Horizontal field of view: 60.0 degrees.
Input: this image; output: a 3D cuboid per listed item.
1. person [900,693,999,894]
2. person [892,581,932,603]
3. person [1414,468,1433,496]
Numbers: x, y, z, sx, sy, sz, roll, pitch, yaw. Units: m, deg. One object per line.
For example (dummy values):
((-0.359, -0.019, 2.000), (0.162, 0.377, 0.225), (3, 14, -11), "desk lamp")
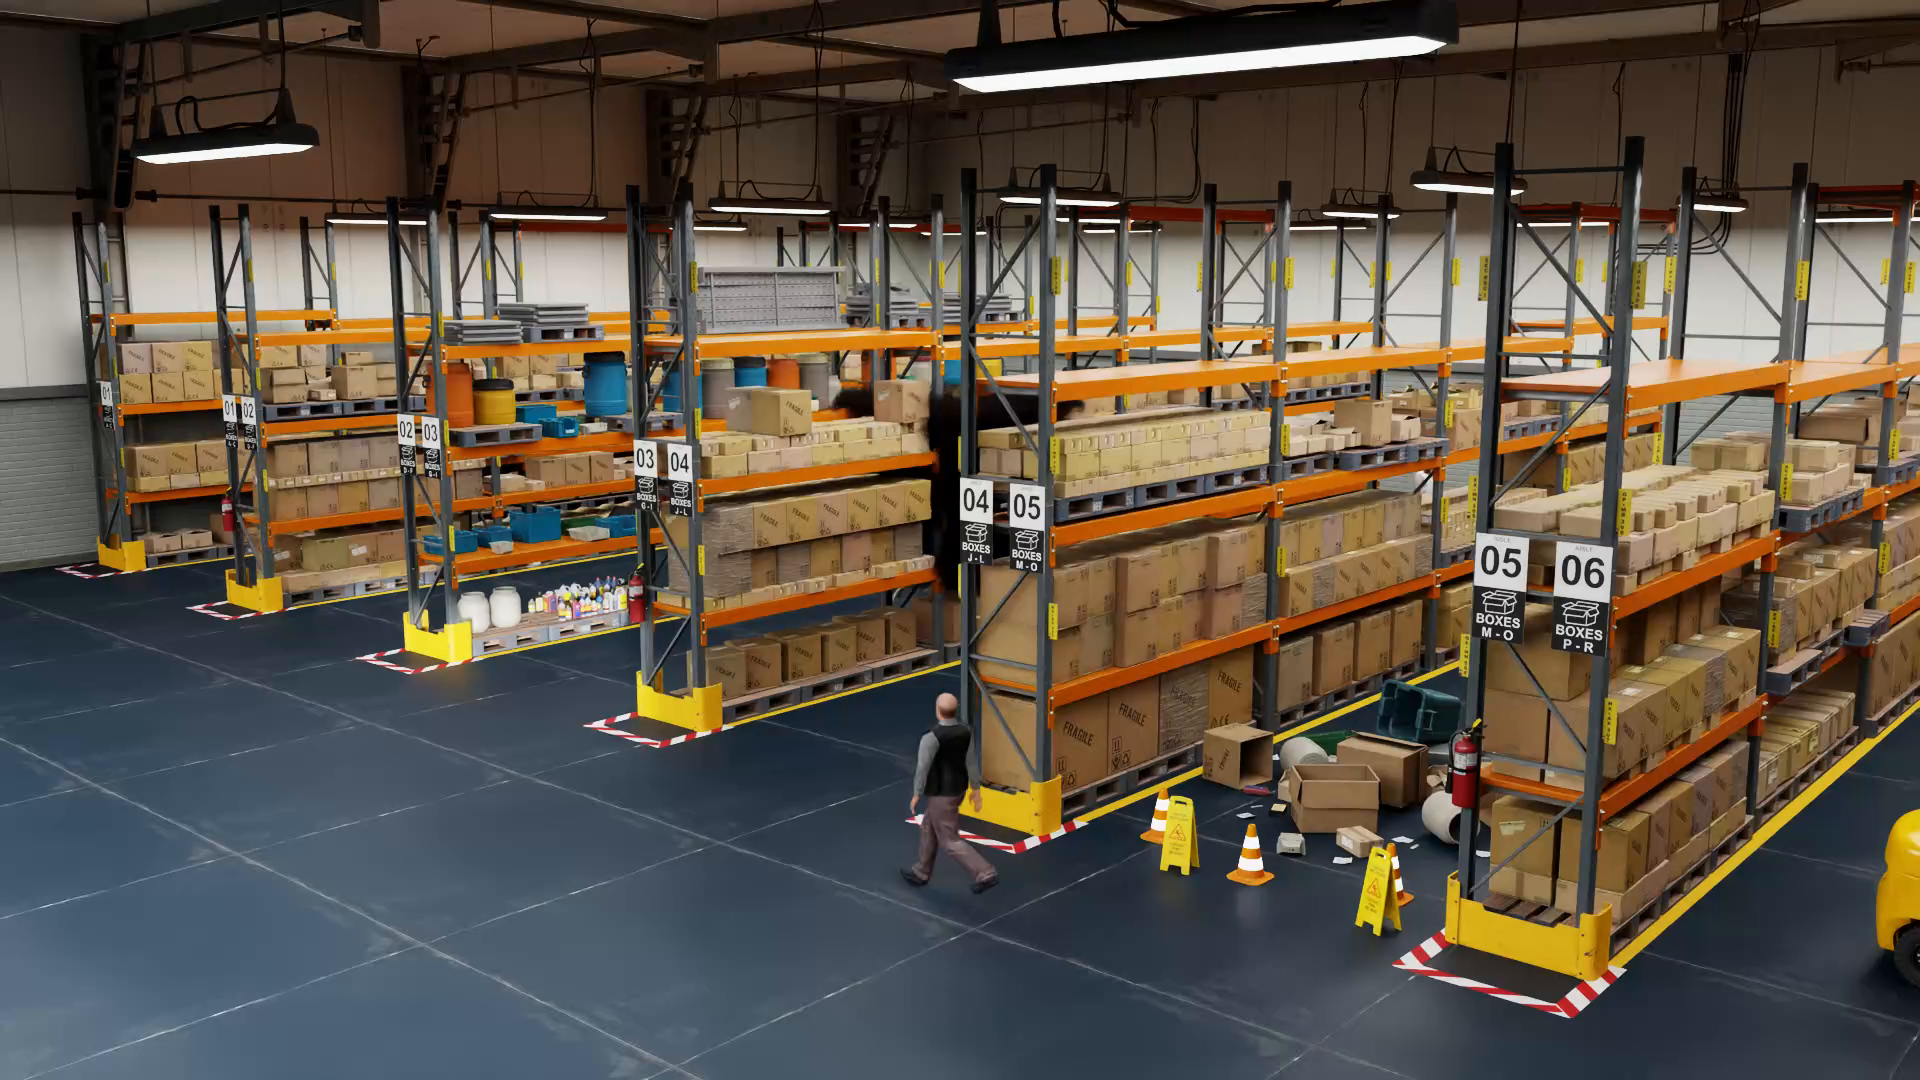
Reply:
((-0.115, 2.093, 13.661), (0.981, 1.693, 0.500), (3, 10, 19), "person")
((-0.687, 0.054, 24.316), (0.642, 1.667, 0.919), (8, 13, 41), "person")
((8.333, -0.629, 29.628), (0.633, 1.789, 0.436), (-5, 11, -29), "person")
